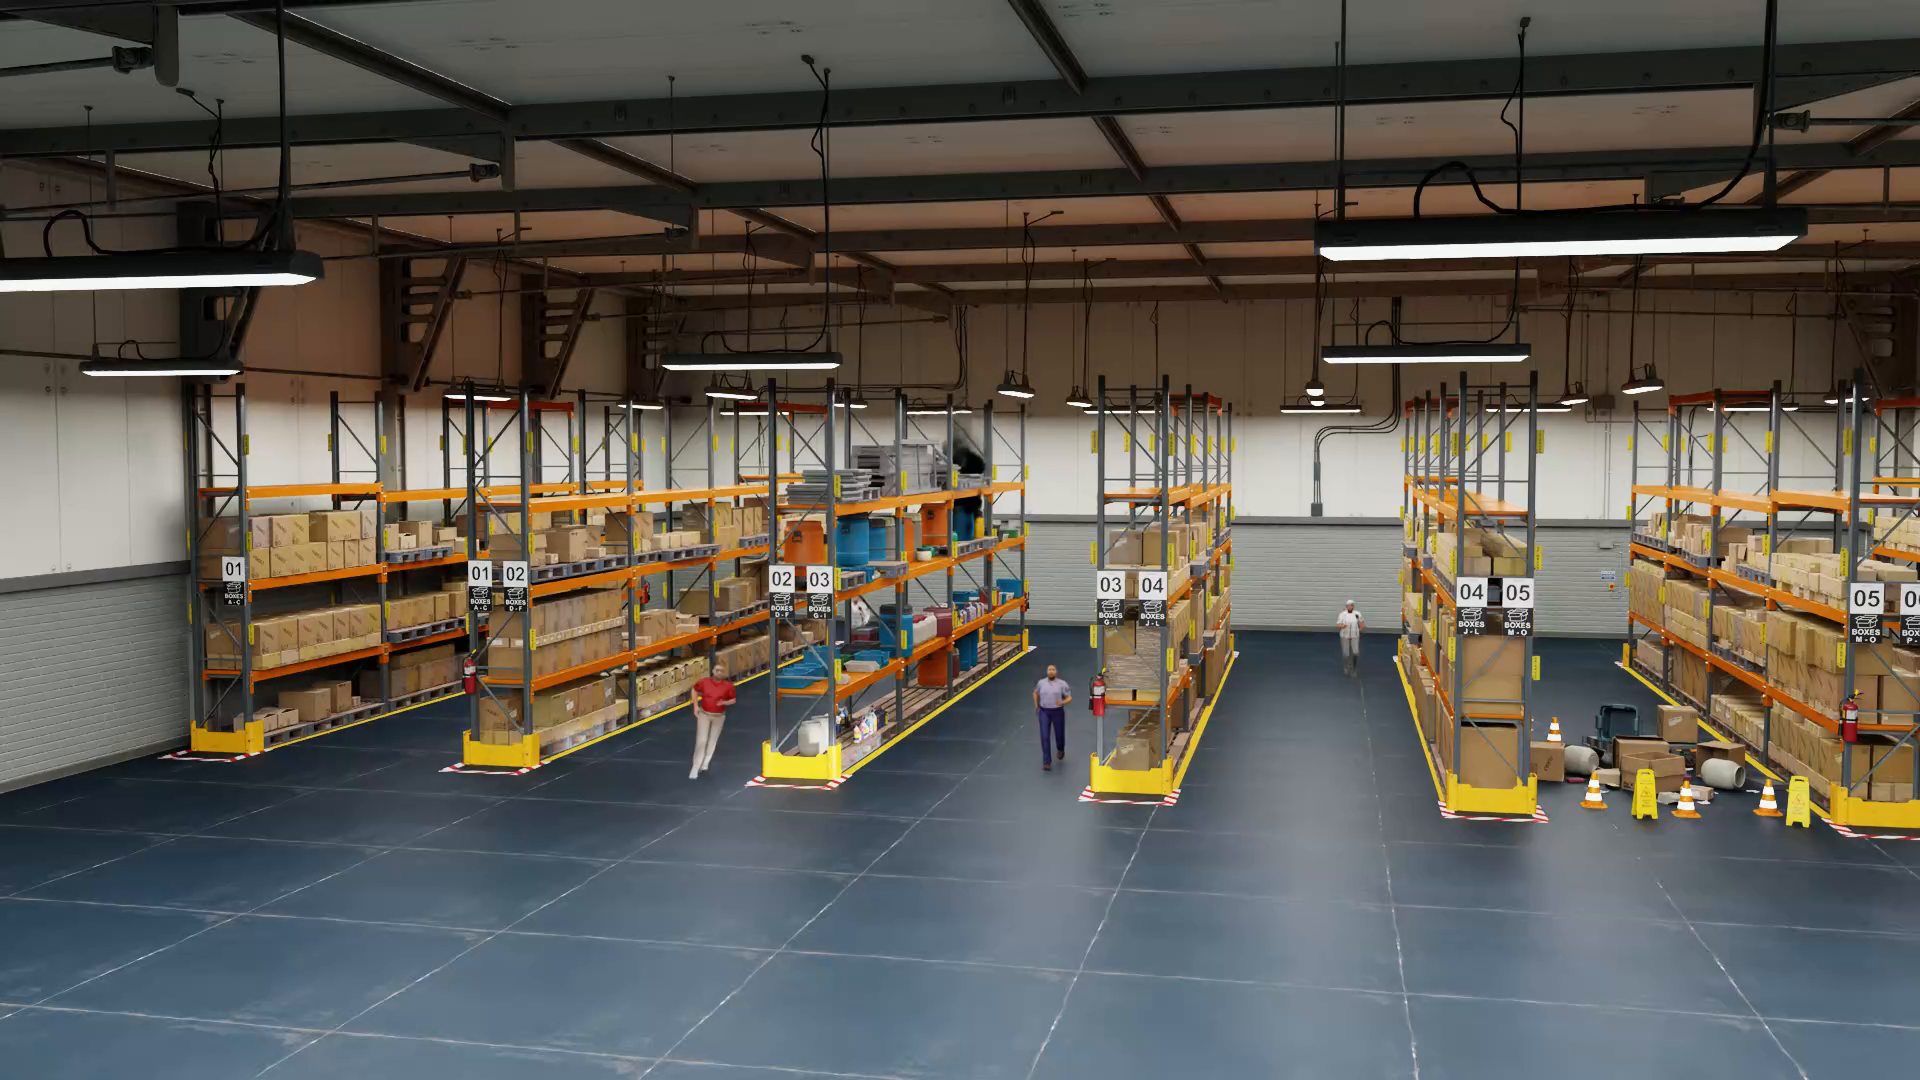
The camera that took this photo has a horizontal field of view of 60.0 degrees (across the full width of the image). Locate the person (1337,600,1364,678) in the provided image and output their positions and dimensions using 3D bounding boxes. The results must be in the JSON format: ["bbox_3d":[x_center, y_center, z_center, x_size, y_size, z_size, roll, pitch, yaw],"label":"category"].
[{"bbox_3d":[8.405,2.139,35.790,0.583,1.701,0.660,1,3,12],"label":"person"}]

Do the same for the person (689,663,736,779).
[{"bbox_3d":[-3.766,2.744,25.231,0.734,1.763,0.767,-1,3,-13],"label":"person"}]

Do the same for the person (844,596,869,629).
[{"bbox_3d":[-2.393,1.993,38.453,0.603,1.651,0.709,0,3,5],"label":"person"}]

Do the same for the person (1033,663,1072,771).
[{"bbox_3d":[1.422,2.718,25.796,0.620,1.613,0.823,1,3,9],"label":"person"}]
